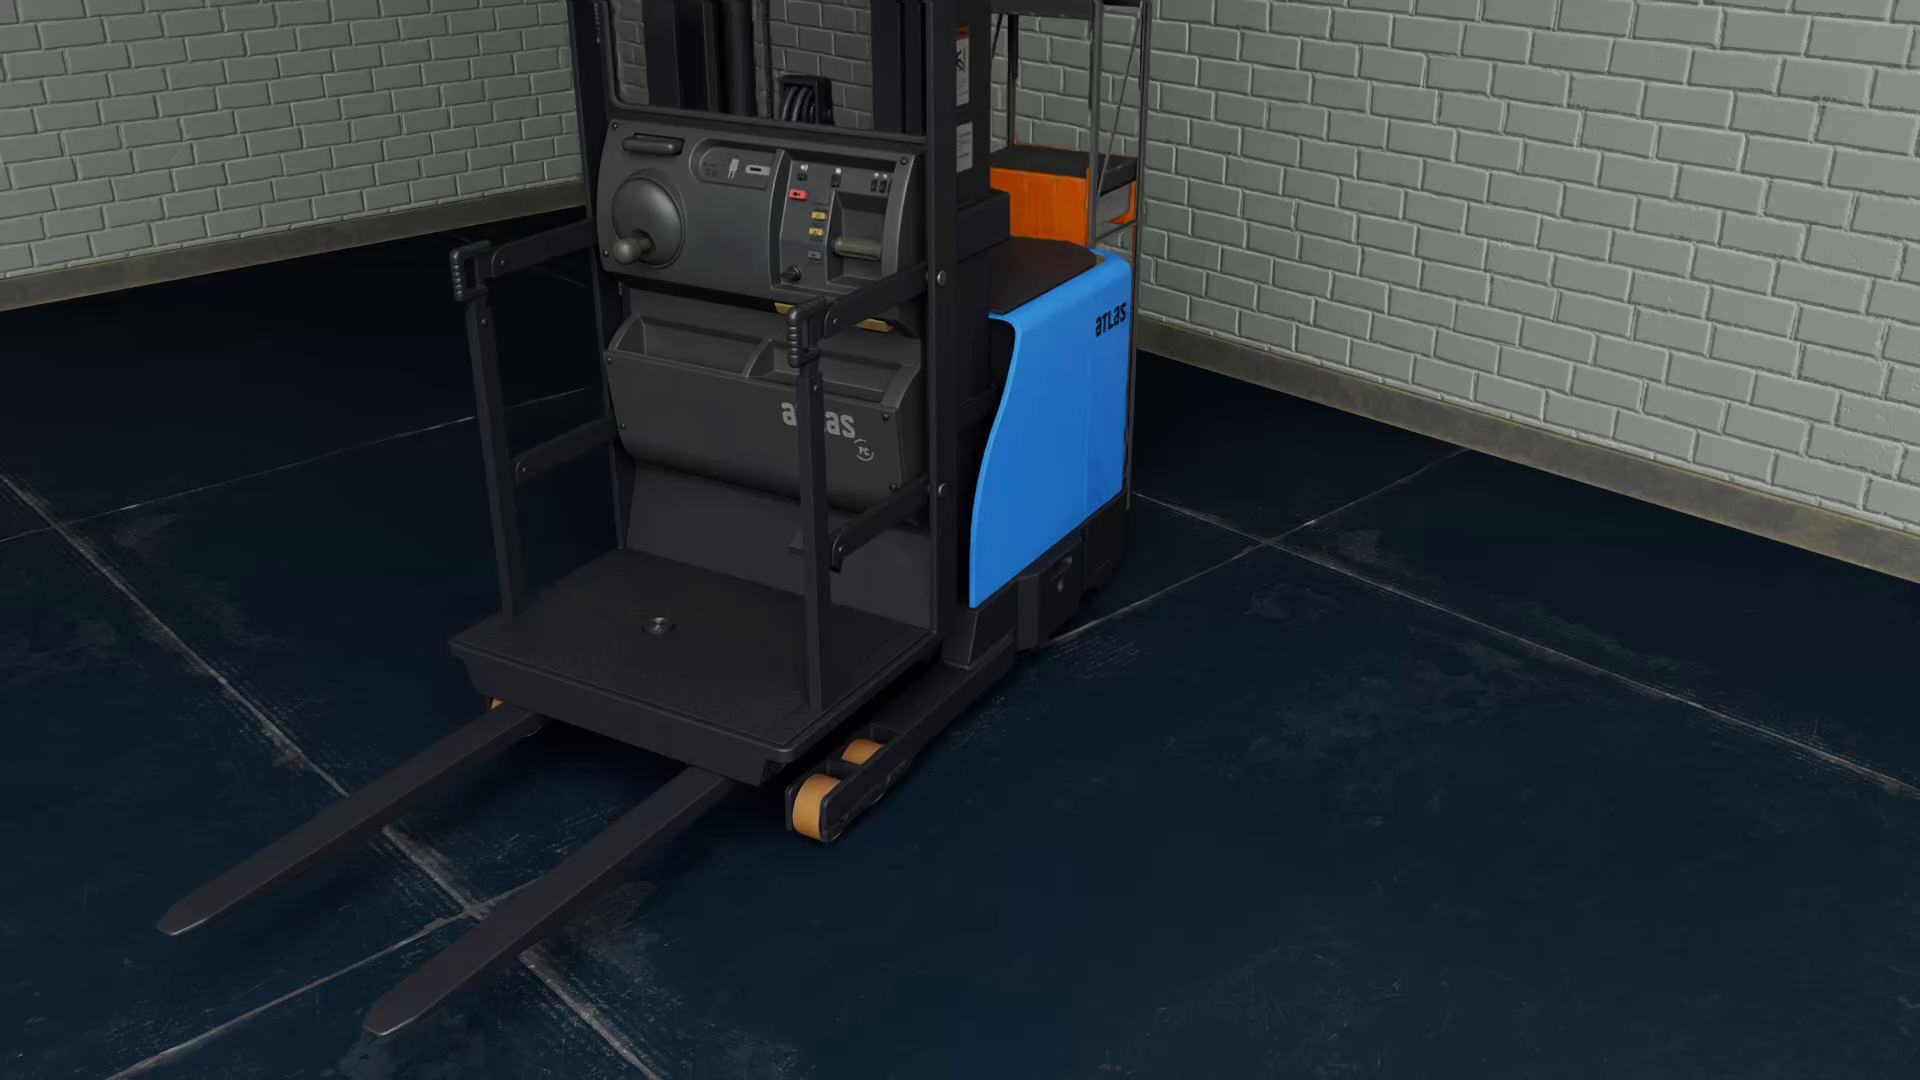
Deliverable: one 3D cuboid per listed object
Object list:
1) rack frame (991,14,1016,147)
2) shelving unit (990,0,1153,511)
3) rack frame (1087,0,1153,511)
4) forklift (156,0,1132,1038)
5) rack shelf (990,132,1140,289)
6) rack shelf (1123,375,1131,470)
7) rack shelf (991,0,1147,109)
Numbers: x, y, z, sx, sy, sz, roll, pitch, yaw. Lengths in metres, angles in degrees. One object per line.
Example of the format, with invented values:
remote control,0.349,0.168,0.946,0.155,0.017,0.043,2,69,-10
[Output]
rack frame,0.082,-1.099,5.628,0.015,2.100,0.400,13,28,27
shelving unit,0.294,-1.048,5.518,0.503,2.100,0.431,13,28,27
rack frame,0.505,-0.998,5.407,0.015,2.100,0.400,13,28,27
forklift,-0.630,-0.804,3.980,1.130,2.935,3.031,13,28,27
rack shelf,0.294,-1.036,5.523,0.480,0.518,0.431,13,28,27
rack shelf,0.294,-0.399,5.814,0.480,0.518,0.431,13,28,27
rack shelf,0.294,-1.673,5.233,0.480,0.518,0.431,13,28,27
